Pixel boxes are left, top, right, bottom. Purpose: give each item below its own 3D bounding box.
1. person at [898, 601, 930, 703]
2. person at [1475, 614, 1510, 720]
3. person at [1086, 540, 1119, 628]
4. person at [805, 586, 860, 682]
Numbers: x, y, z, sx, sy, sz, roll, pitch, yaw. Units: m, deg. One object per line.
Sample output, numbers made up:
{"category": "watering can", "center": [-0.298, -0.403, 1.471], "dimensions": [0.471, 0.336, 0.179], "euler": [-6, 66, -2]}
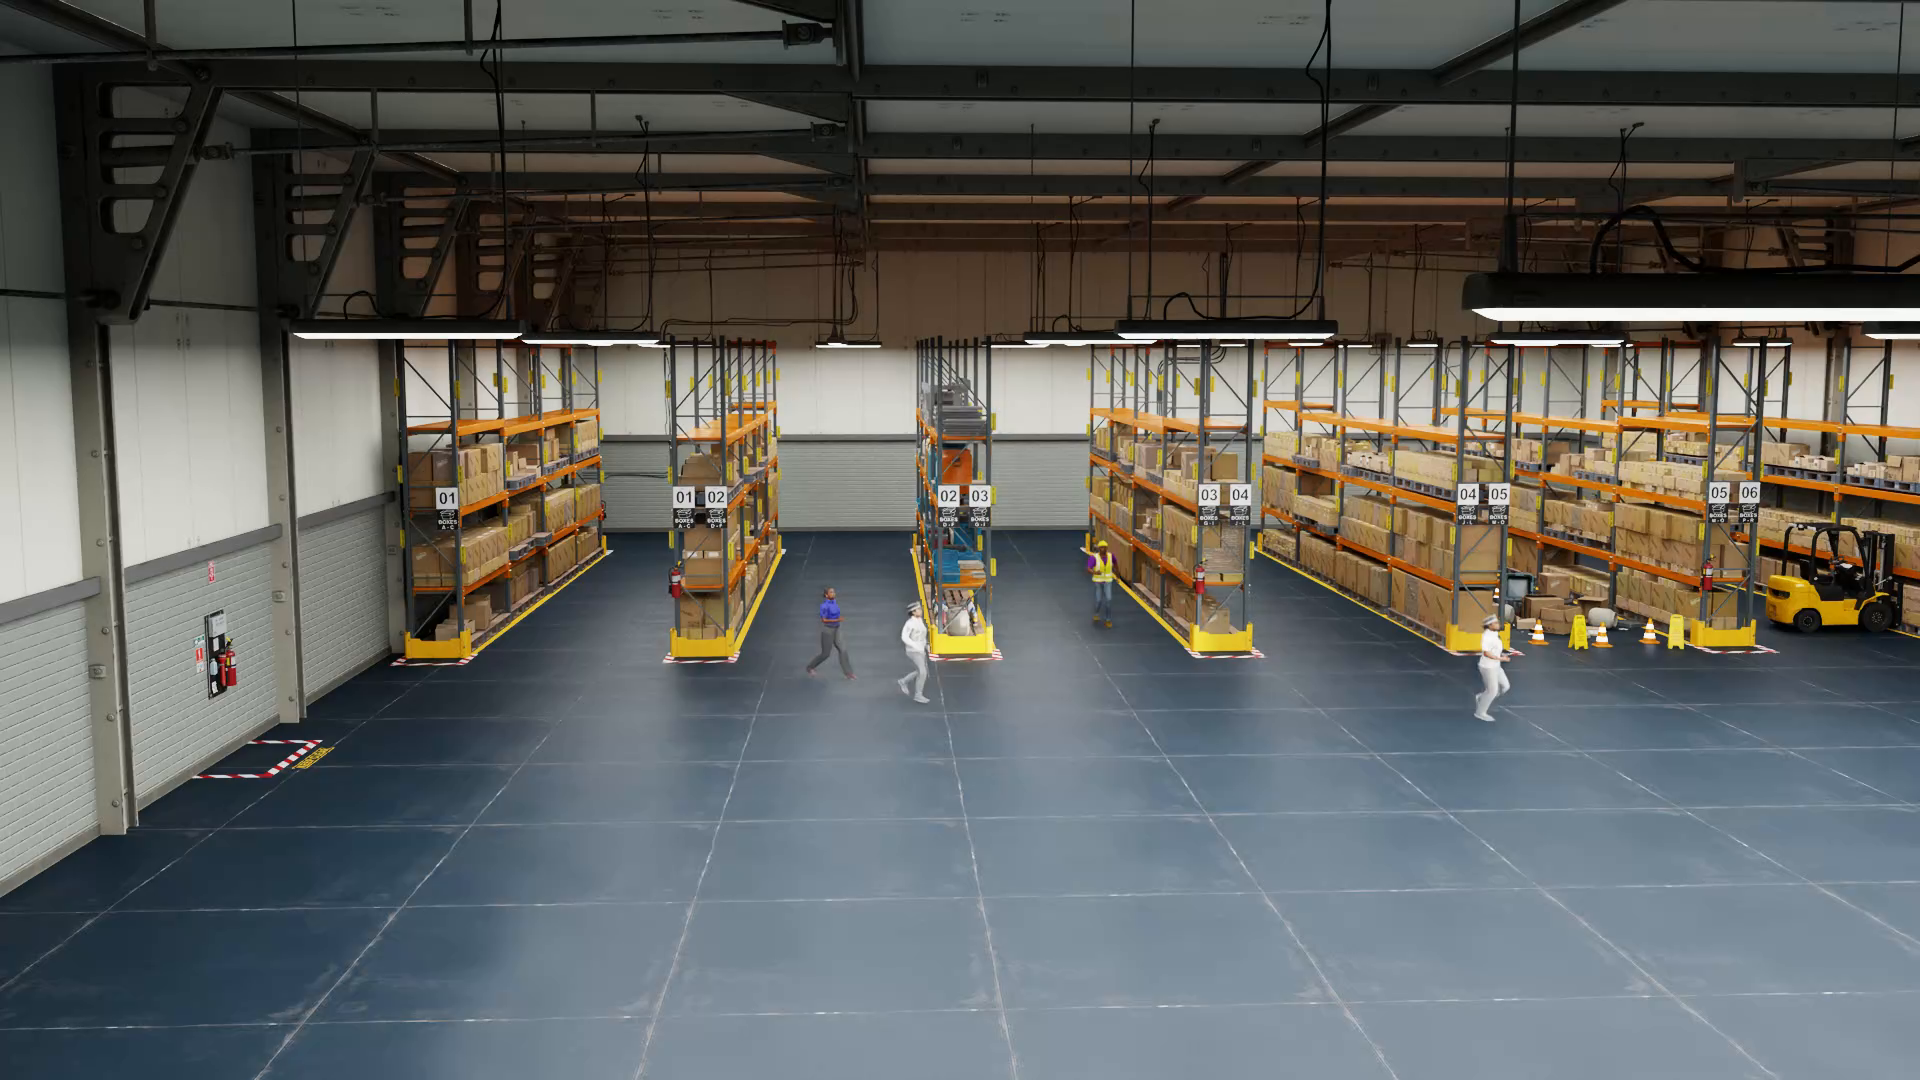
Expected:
{"category": "person", "center": [-0.785, 1.820, 27.172], "dimensions": [0.586, 1.673, 0.603], "euler": [2, 7, 21]}
{"category": "person", "center": [8.284, 1.968, 25.812], "dimensions": [0.537, 1.671, 0.624], "euler": [4, 7, 29]}
{"category": "person", "center": [2.982, 0.921, 34.723], "dimensions": [0.724, 1.848, 0.757], "euler": [-1, 7, -7]}
{"category": "person", "center": [-2.214, 1.617, 28.846], "dimensions": [0.990, 1.642, 0.587], "euler": [3, 7, 27]}
